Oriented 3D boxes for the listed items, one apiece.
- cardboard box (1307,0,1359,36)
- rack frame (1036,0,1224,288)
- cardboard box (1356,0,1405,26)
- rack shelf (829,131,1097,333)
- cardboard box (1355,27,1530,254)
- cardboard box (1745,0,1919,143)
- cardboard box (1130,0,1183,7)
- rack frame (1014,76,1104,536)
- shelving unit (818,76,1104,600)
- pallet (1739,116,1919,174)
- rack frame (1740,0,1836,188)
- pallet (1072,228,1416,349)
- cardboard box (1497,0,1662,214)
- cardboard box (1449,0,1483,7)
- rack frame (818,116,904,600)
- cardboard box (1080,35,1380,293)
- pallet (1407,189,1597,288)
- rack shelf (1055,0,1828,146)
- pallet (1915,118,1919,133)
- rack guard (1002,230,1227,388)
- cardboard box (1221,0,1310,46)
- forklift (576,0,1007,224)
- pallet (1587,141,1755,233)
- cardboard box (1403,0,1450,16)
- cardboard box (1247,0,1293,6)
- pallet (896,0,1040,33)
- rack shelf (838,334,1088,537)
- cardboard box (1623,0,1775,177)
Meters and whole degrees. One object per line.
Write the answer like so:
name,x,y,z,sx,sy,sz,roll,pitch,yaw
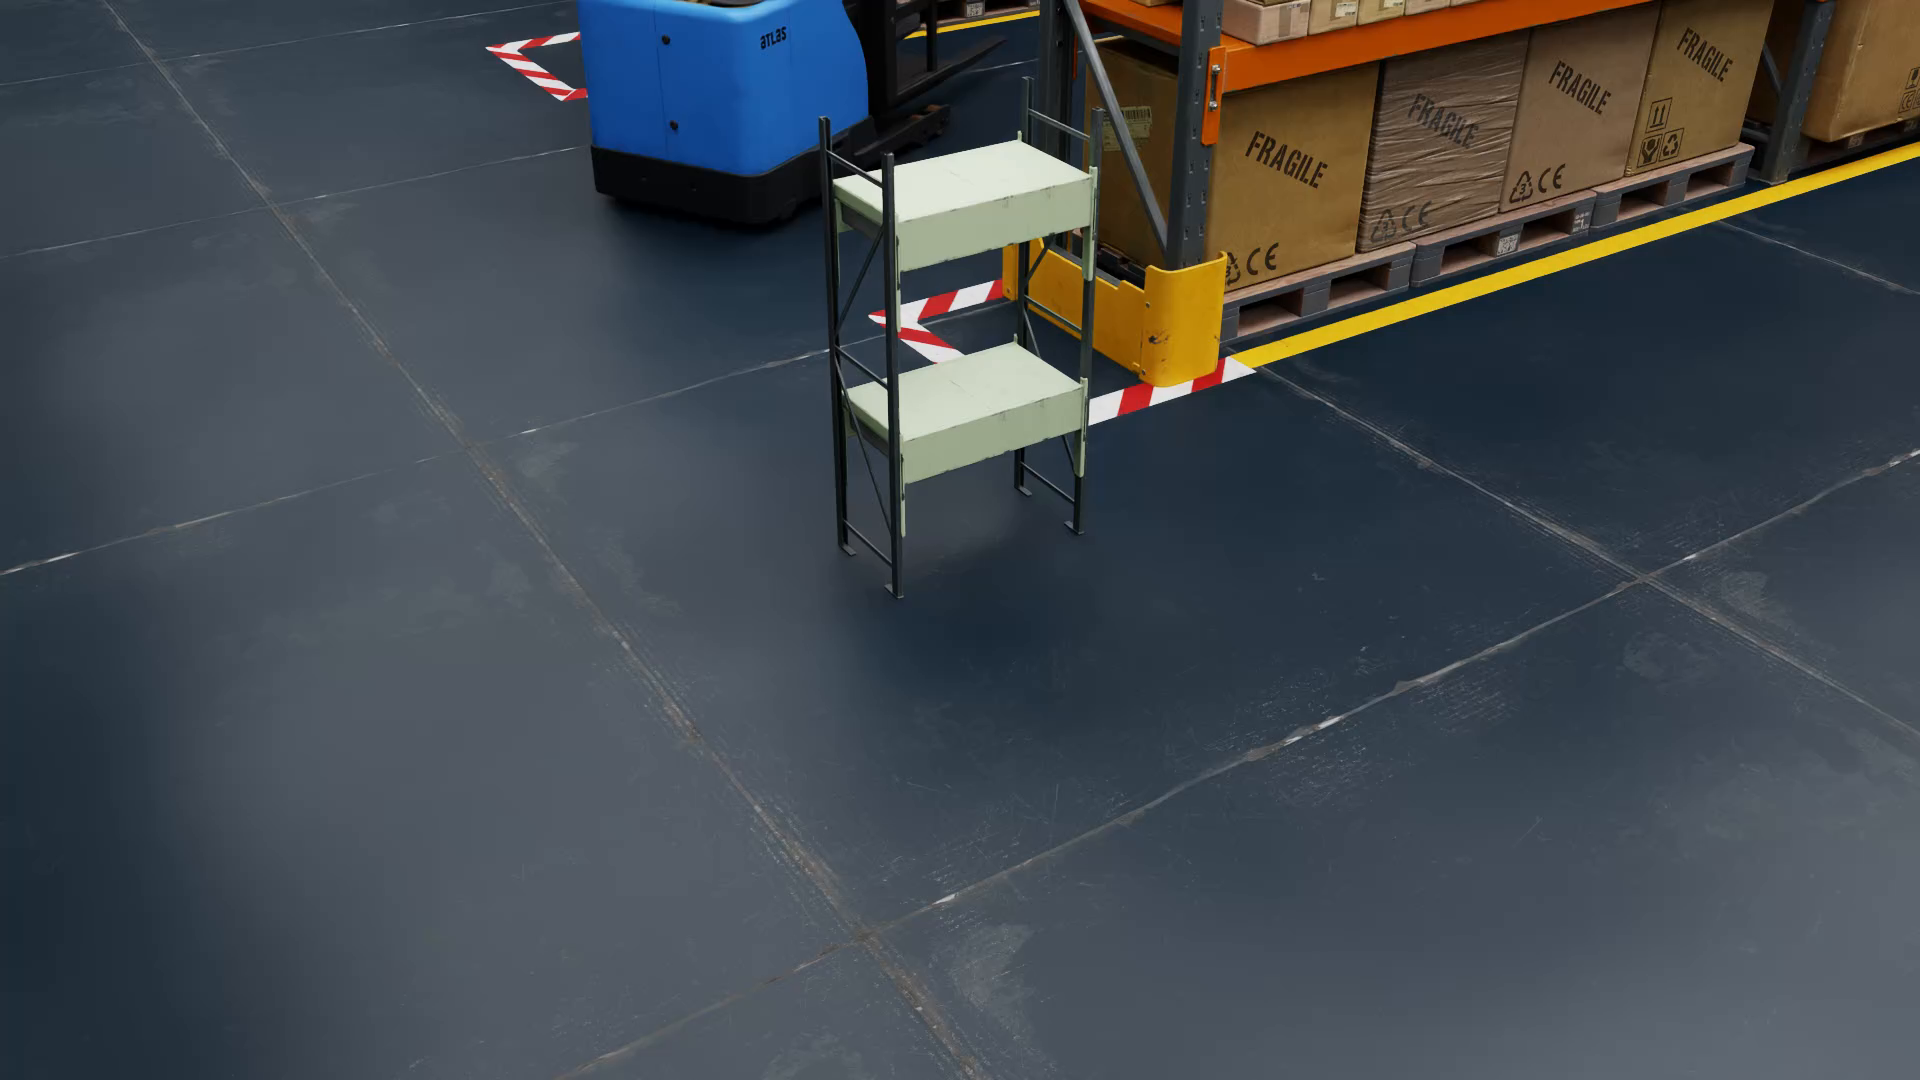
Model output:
cardboard box,1.339,-2.113,6.524,0.250,0.149,0.380,-20,37,-28
rack frame,0.647,-2.190,6.411,0.127,3.000,1.000,-19,37,-27
cardboard box,1.554,-2.188,6.642,0.250,0.149,0.380,-20,37,-28
rack shelf,0.006,-0.966,5.145,0.720,0.370,0.431,-19,37,-27
cardboard box,1.907,-1.953,7.633,0.875,0.875,0.875,-19,37,-27
cardboard box,4.536,-2.820,9.006,0.875,0.875,1.225,-19,37,-27
cardboard box,0.768,-2.335,6.875,0.250,0.149,0.380,-18,37,-26
rack frame,0.313,-0.742,5.521,0.023,1.500,0.400,-19,37,-27
shelving unit,0.006,-0.636,5.353,0.755,1.500,0.431,-19,37,-27
pallet,4.617,-2.424,9.395,1.213,0.211,1.003,-19,37,-27
rack frame,4.009,-3.347,8.244,0.127,3.000,1.000,-19,37,-27
pallet,1.277,-1.277,7.577,1.213,0.211,1.003,-19,37,-27
cardboard box,2.655,-2.210,8.041,0.875,0.875,0.875,-19,37,-27
cardboard box,1.987,-2.337,6.878,0.250,0.149,0.380,-20,37,-28
rack frame,-0.302,-0.530,5.185,0.023,1.500,0.400,-19,37,-27
cardboard box,1.142,-1.690,7.216,0.875,0.875,0.875,-19,37,-27
pallet,2.301,-1.628,8.132,1.213,0.211,1.003,-19,37,-27
rack shelf,2.328,-2.464,7.519,4.000,0.370,1.077,-19,37,-27
pallet,5.643,-2.779,9.957,1.213,0.211,1.003,-19,37,-27
rack guard,0.627,-1.126,7.067,0.348,0.500,1.175,-19,37,-27
cardboard box,1.124,-2.039,6.406,0.250,0.149,0.380,-19,37,-27
forklift,-0.713,-3.529,8.597,1.130,2.935,3.031,16,36,23
pallet,3.328,-1.982,8.695,1.213,0.211,1.003,-19,37,-27
cardboard box,1.773,-2.264,6.762,0.250,0.149,0.380,-20,37,-28
cardboard box,1.197,-2.270,6.399,0.500,0.250,0.500,-20,37,-28
pallet,-0.165,-3.856,11.665,1.213,0.211,1.003,-19,37,-27
rack shelf,0.006,-0.361,5.527,0.720,0.370,0.431,-19,37,-27
cardboard box,3.411,-2.471,8.453,0.875,0.875,0.875,-19,37,-27
